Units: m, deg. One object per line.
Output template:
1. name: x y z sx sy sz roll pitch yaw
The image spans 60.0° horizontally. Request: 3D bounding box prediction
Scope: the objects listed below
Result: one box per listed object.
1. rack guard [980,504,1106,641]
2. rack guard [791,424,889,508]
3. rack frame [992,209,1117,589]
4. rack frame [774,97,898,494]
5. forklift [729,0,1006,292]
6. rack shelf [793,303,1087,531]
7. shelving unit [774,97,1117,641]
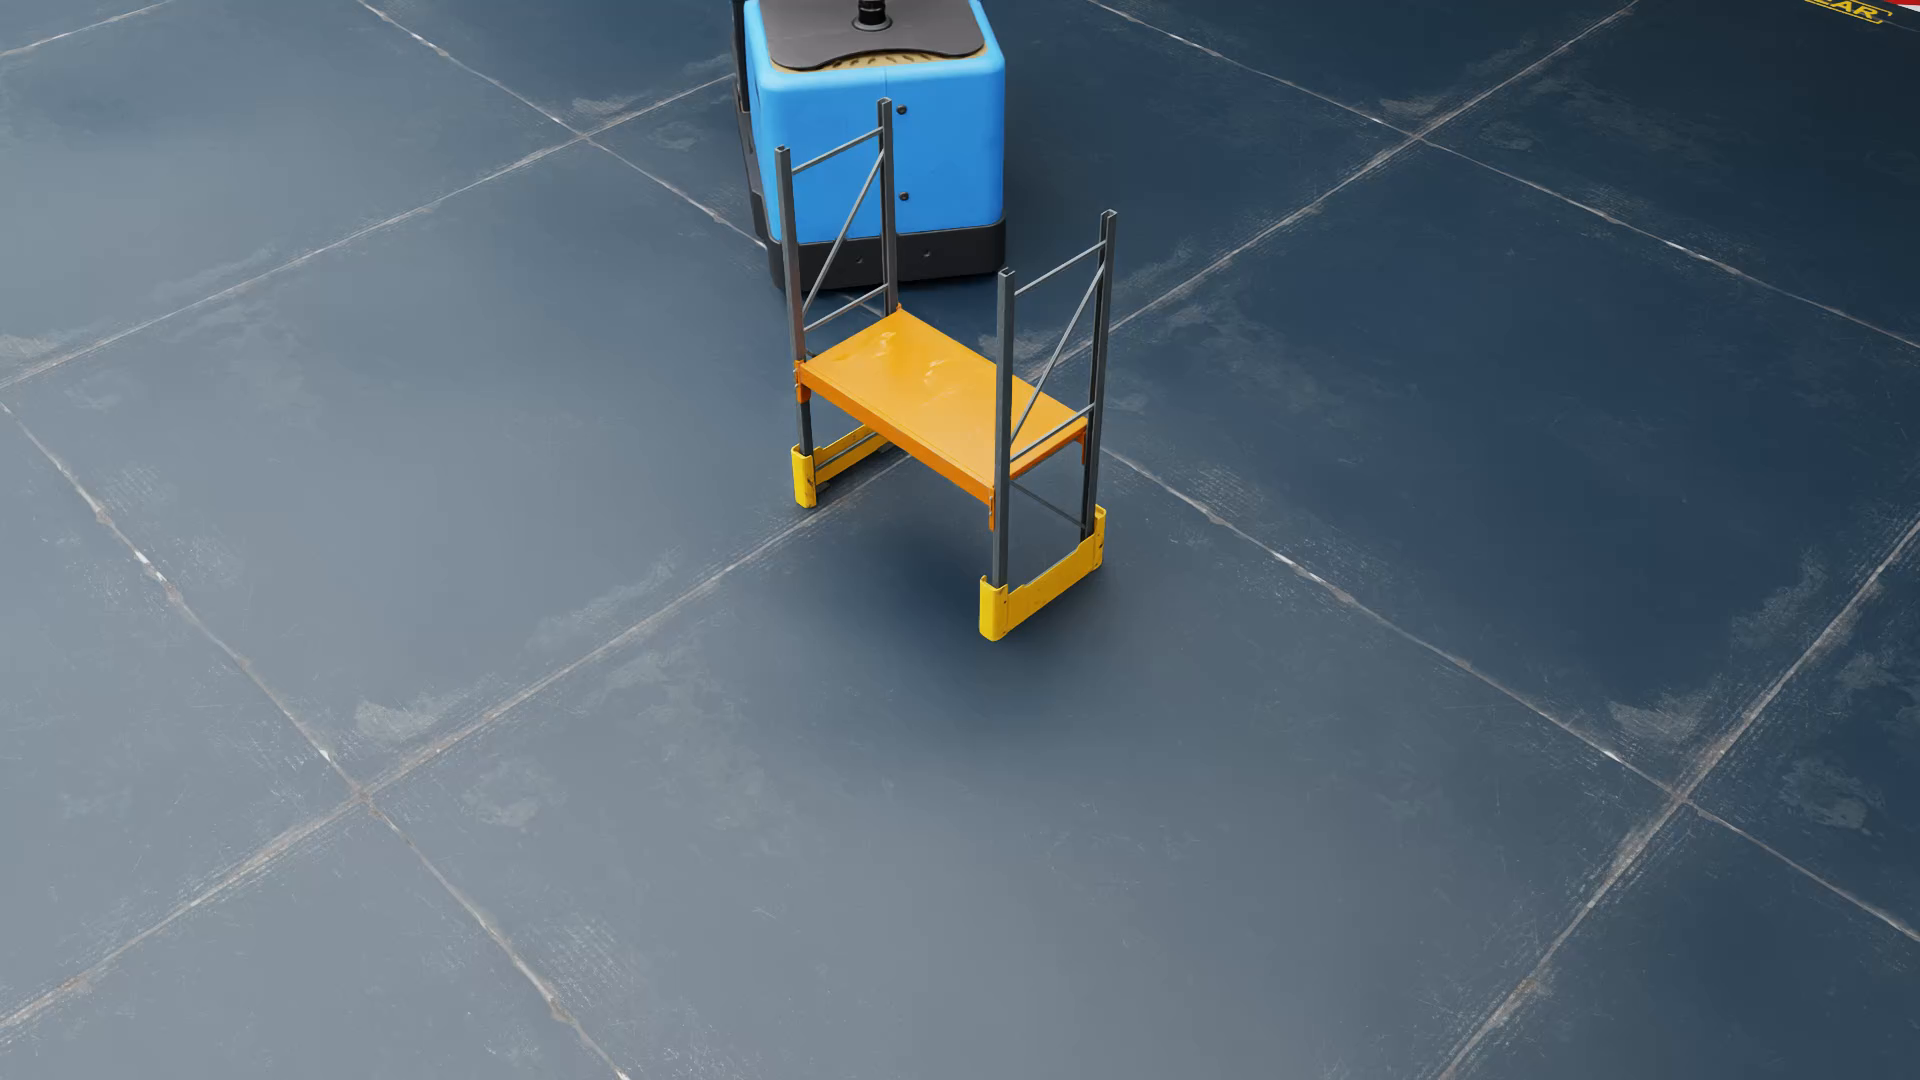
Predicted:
1. rack guard: 0.298 0.111 5.946 0.587 0.250 0.087 -34 53 -31
2. rack guard: -0.406 -0.368 6.464 0.587 0.250 0.087 -34 53 -31
3. rack frame: 0.299 -0.348 5.521 0.500 1.500 0.032 -34 53 -31
4. rack frame: -0.419 -0.836 6.050 0.500 1.500 0.032 -34 53 -31
5. forklift: -0.569 -3.177 7.529 1.130 2.935 3.031 -7 43 -8
6. rack shelf: -0.060 -0.460 5.907 0.538 0.185 1.000 -34 53 -31
7. shelving unit: -0.054 -0.587 5.781 0.587 1.500 1.083 -34 53 -31
